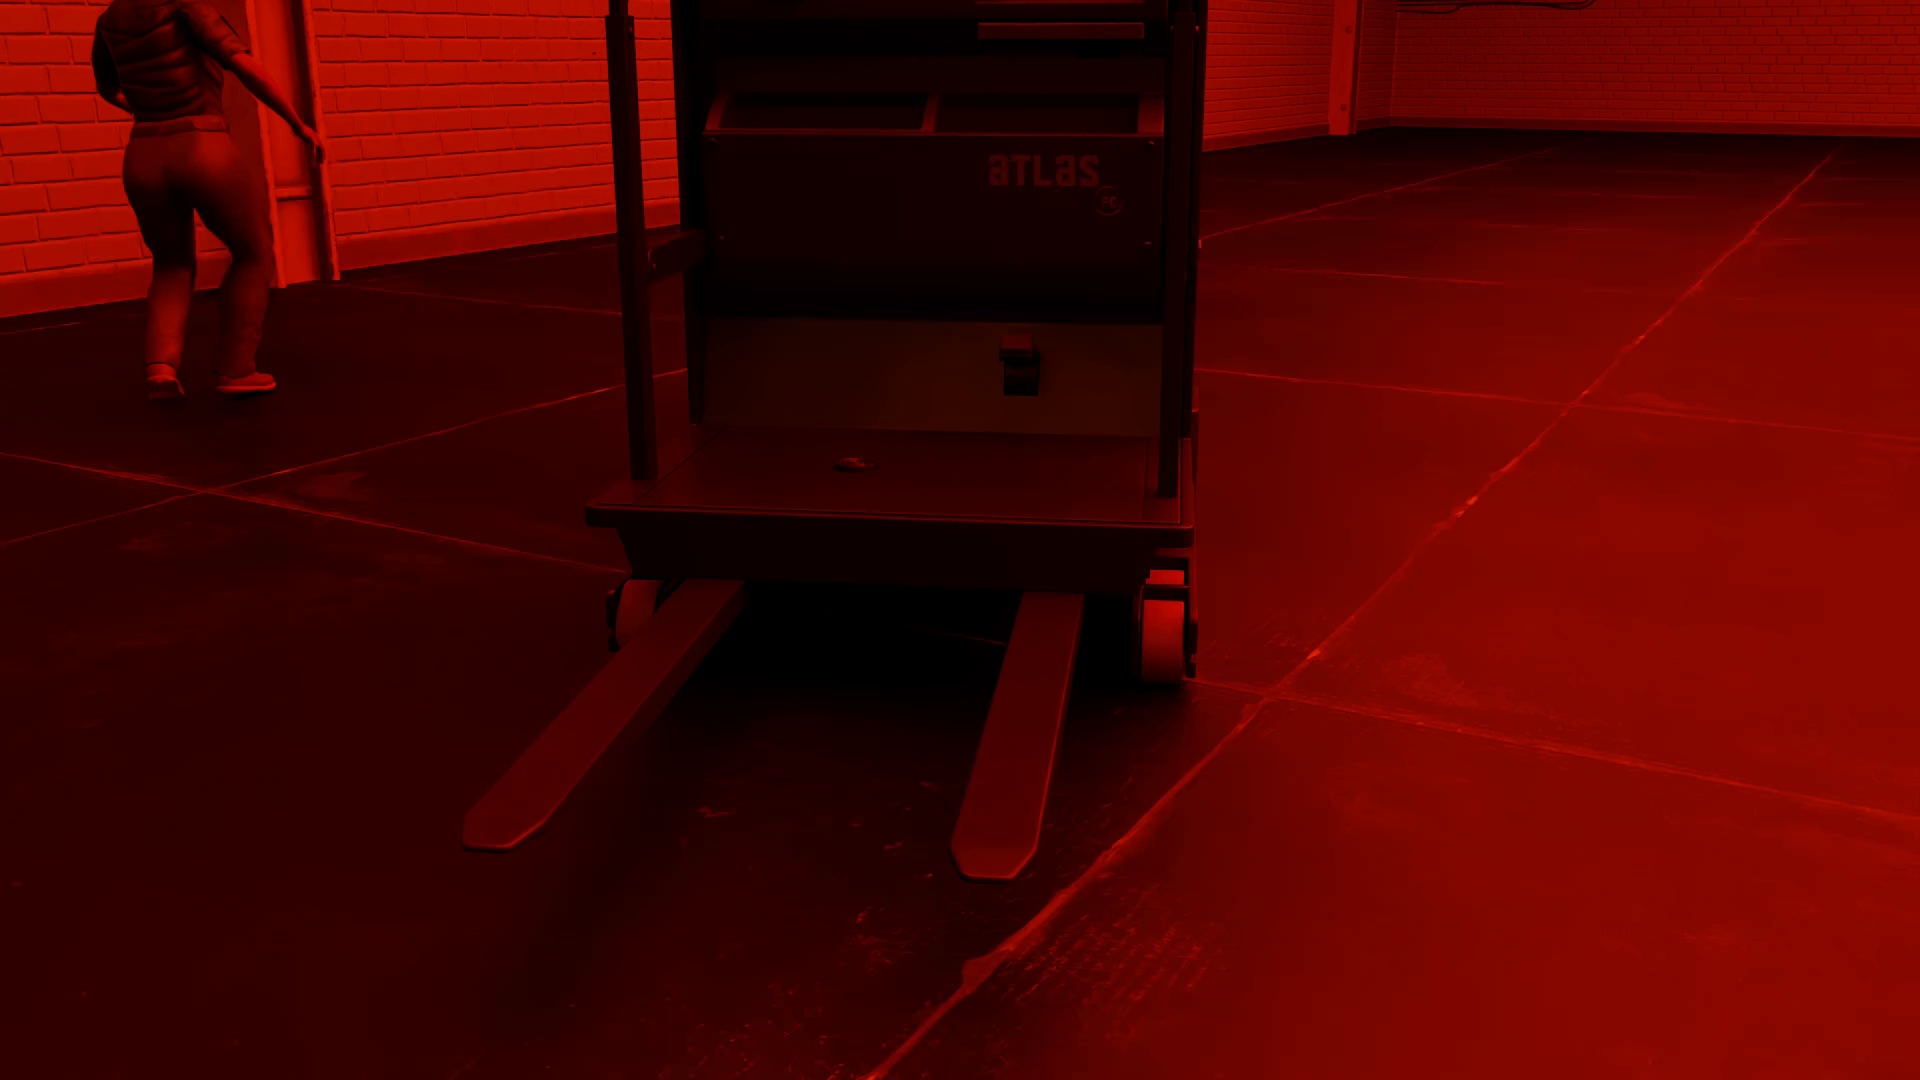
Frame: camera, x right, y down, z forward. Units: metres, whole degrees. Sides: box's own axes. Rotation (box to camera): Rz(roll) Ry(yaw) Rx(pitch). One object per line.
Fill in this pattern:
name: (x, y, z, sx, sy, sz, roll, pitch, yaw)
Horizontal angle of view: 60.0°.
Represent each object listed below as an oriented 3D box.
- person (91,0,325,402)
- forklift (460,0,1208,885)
person: (-2.473, -1.242, 5.497, 0.741, 1.558, 0.712, 2, 17, 7)
forklift: (-0.078, -1.236, 3.048, 1.130, 2.935, 3.031, 2, 17, 7)
